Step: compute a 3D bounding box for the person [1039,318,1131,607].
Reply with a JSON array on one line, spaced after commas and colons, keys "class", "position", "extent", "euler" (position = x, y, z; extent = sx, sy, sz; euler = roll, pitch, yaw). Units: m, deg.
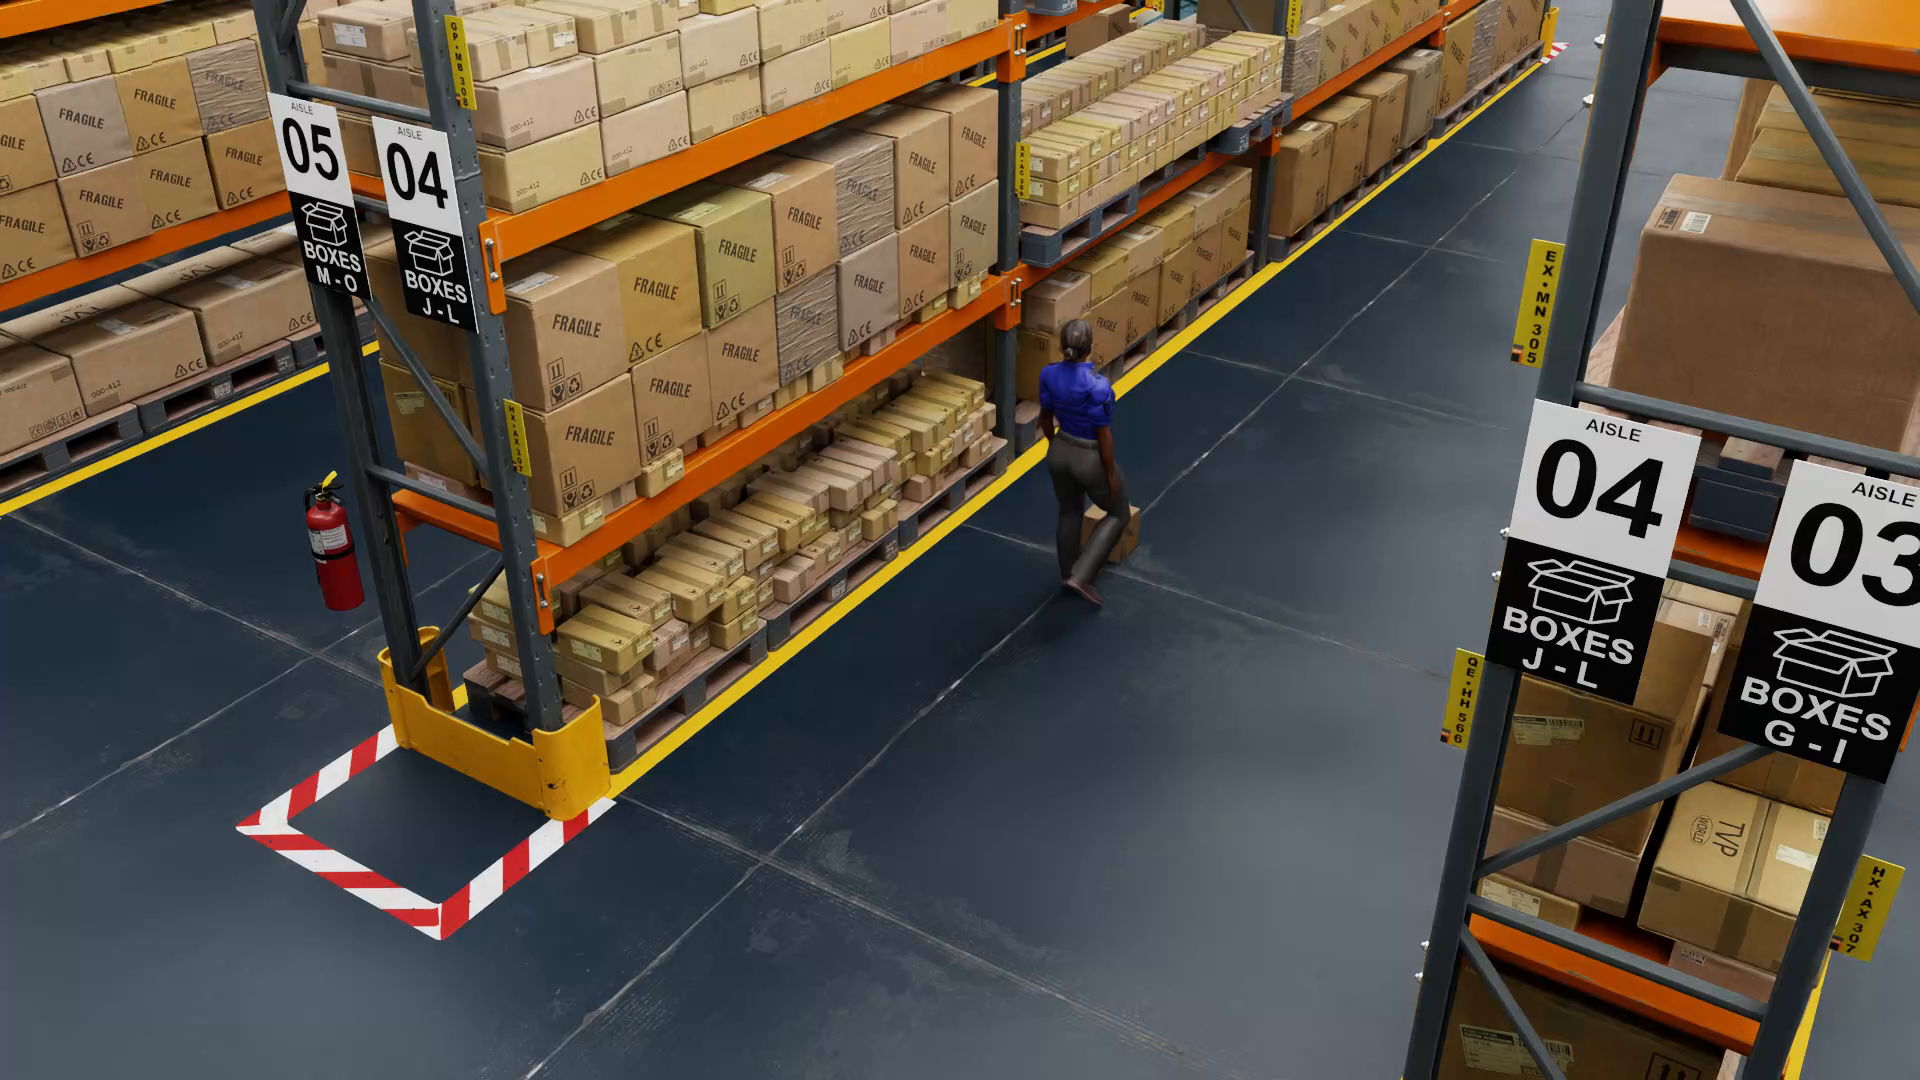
[{"class": "person", "position": [0.661, -0.430, 8.864], "extent": [0.492, 1.658, 0.508], "euler": [23, 38, 33]}]
